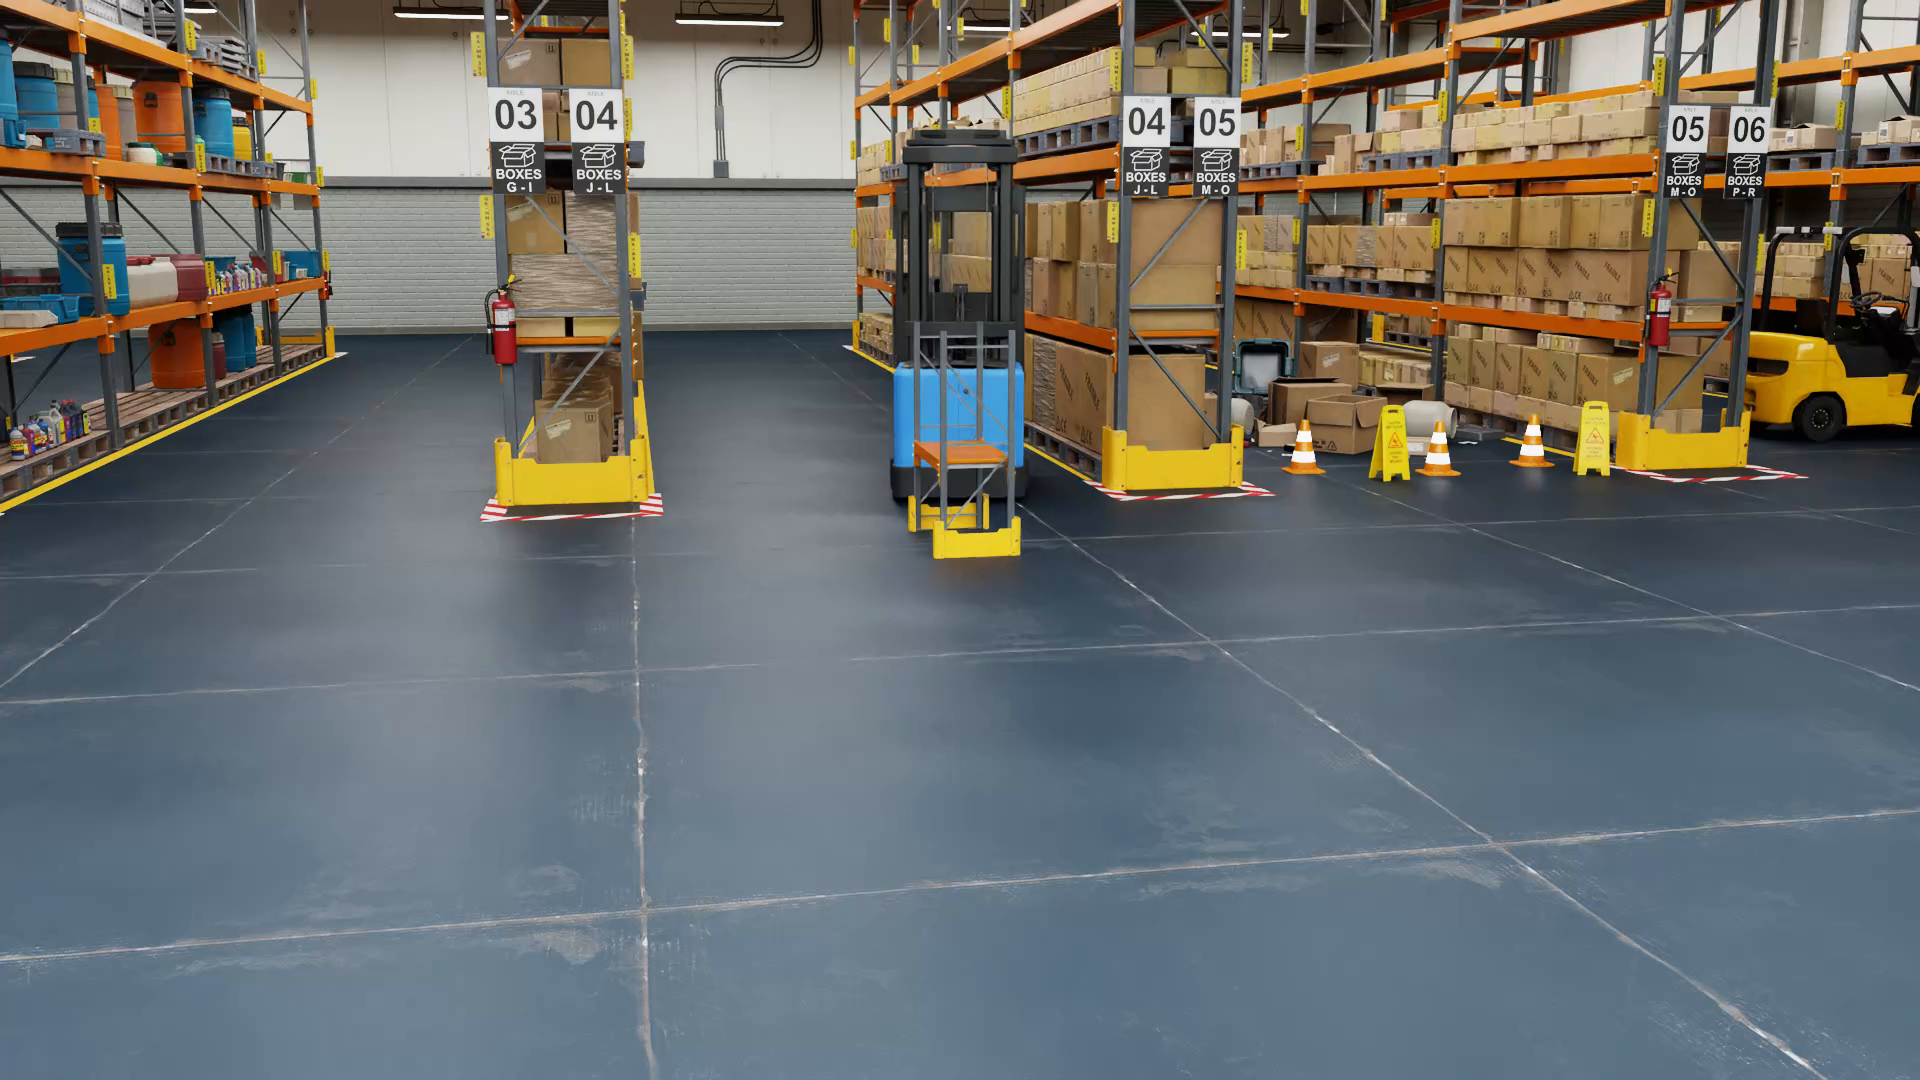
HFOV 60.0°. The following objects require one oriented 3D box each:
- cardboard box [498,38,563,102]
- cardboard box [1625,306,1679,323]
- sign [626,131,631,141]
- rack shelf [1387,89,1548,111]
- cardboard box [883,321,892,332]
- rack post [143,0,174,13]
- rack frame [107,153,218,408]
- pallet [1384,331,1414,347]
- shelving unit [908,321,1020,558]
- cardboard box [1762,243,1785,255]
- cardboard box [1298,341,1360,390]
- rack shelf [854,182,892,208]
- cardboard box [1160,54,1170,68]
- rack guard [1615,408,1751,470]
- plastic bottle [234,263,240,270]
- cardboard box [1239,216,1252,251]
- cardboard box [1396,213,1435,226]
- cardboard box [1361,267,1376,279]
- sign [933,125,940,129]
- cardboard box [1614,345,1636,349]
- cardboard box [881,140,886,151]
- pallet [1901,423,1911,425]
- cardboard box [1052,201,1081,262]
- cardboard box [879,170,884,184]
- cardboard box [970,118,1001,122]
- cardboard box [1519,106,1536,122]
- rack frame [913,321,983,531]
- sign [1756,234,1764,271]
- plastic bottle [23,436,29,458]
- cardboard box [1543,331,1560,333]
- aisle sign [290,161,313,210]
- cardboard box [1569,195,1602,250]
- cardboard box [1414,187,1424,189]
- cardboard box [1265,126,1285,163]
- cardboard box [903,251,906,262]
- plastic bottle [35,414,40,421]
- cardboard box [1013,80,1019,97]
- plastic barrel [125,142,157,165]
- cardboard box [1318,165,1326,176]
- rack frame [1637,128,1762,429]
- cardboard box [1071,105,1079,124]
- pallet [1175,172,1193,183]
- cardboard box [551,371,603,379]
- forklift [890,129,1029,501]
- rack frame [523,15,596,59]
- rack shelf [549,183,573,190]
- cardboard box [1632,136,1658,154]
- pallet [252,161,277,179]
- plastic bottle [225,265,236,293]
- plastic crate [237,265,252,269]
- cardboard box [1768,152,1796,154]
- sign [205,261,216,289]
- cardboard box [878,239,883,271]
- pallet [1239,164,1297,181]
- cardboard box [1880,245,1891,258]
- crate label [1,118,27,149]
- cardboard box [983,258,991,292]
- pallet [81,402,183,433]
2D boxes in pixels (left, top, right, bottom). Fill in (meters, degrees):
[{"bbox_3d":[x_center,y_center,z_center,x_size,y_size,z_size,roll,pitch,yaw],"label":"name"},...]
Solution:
[{"bbox_3d":[-3.639,-3.969,14.103,0.500,0.500,0.500,-2,11,-11],"label":"cardboard box"},{"bbox_3d":[6.348,-2.077,15.258,0.380,0.149,0.250,-2,11,-9],"label":"cardboard box"},{"bbox_3d":[-4.113,-4.993,20.504,0.100,0.325,0.005,-2,11,-11],"label":"sign"},{"bbox_3d":[8.776,-7.481,28.865,1.077,0.370,4.000,-2,11,-11],"label":"rack shelf"},{"bbox_3d":[-1.007,-3.387,26.377,0.380,0.149,0.250,-2,11,-12],"label":"cardboard box"},{"bbox_3d":[-9.752,-6.406,19.907,0.624,0.289,0.986,-2,11,-11],"label":"rack post"},{"bbox_3d":[-9.504,-3.066,19.785,1.000,3.000,0.127,-2,11,-11],"label":"rack frame"},{"bbox_3d":[8.558,-3.725,30.705,1.003,0.211,1.213,-2,11,-11],"label":"pallet"},{"bbox_3d":[0.015,-0.723,11.483,0.587,1.500,1.083,-2,11,-11],"label":"shelving unit"},{"bbox_3d":[10.192,-3.614,20.658,0.380,0.149,0.250,-2,11,-13],"label":"cardboard box"},{"bbox_3d":[4.113,-1.947,18.564,0.500,0.500,0.500,-2,11,-11],"label":"cardboard box"},{"bbox_3d":[-0.928,-5.629,27.150,1.077,0.370,4.000,-2,11,-11],"label":"rack shelf"},{"bbox_3d":[1.945,-4.104,14.363,0.380,0.149,0.250,-2,11,-12],"label":"cardboard box"},{"bbox_3d":[6.616,-0.926,15.222,1.175,0.500,0.348,-2,11,-11],"label":"rack guard"},{"bbox_3d":[-9.924,-3.614,22.793,0.144,0.351,0.185,-2,11,-11],"label":"plastic bottle"},{"bbox_3d":[4.429,-4.511,24.431,0.500,0.500,0.500,-2,11,-12],"label":"cardboard box"},{"bbox_3d":[5.395,-3.796,19.696,0.380,0.149,0.250,-2,11,-13],"label":"cardboard box"},{"bbox_3d":[5.223,-3.325,20.693,0.380,0.149,0.250,-2,11,-9],"label":"cardboard box"},{"bbox_3d":[-0.293,-5.116,21.151,0.100,0.325,0.005,-2,11,-11],"label":"sign"},{"bbox_3d":[6.545,-1.714,16.904,0.500,0.500,0.500,-2,11,-10],"label":"cardboard box"},{"bbox_3d":[-1.018,-6.122,25.814,0.380,0.149,0.250,-2,11,-11],"label":"cardboard box"},{"bbox_3d":[11.075,-1.313,18.030,1.003,0.211,1.213,-2,11,-11],"label":"pallet"},{"bbox_3d":[1.357,-2.912,15.686,0.875,0.550,0.500,-2,11,-11],"label":"cardboard box"},{"bbox_3d":[-0.985,-5.714,26.074,0.500,0.250,0.500,-2,11,-11],"label":"cardboard box"},{"bbox_3d":[0.331,-5.486,22.159,0.396,0.266,0.258,-2,11,-11],"label":"cardboard box"},{"bbox_3d":[5.901,-4.309,16.828,0.380,0.149,0.250,-2,11,-12],"label":"cardboard box"},{"bbox_3d":[-0.082,-0.814,11.964,0.500,1.500,0.032,-2,11,-11],"label":"rack frame"},{"bbox_3d":[7.163,-2.585,14.938,0.100,0.325,0.005,-2,11,-11],"label":"sign"},{"bbox_3d":[-8.015,-0.803,14.203,0.097,0.201,0.097,0,11,0],"label":"plastic bottle"},{"bbox_3d":[9.339,-3.119,25.622,0.500,0.500,0.500,-3,11,-13],"label":"cardboard box"},{"bbox_3d":[-10.787,-5.835,27.376,0.394,0.787,0.004,-2,11,-11],"label":"aisle sign"},{"bbox_3d":[6.226,-3.005,15.724,0.700,0.500,0.500,-2,11,-10],"label":"cardboard box"},{"bbox_3d":[8.337,-6.347,29.668,0.380,0.149,0.250,-2,11,-11],"label":"cardboard box"},{"bbox_3d":[4.696,-5.510,23.213,0.700,0.500,0.500,-3,11,-14],"label":"cardboard box"},{"bbox_3d":[-0.607,-3.995,23.418,0.380,0.149,0.250,-2,11,-12],"label":"cardboard box"},{"bbox_3d":[-8.314,-1.004,15.037,0.061,0.283,0.133,-2,11,-11],"label":"plastic bottle"},{"bbox_3d":[0.754,-4.593,16.931,0.380,0.149,0.250,-2,11,-10],"label":"cardboard box"},{"bbox_3d":[-9.028,-4.247,18.336,0.301,0.262,0.301,0,11,0],"label":"plastic barrel"},{"bbox_3d":[4.970,-4.893,22.031,0.380,0.149,0.250,-2,11,-11],"label":"cardboard box"},{"bbox_3d":[6.631,-2.140,14.915,1.000,3.000,0.127,-2,11,-11],"label":"rack frame"},{"bbox_3d":[1.200,-3.782,14.803,0.380,0.149,0.250,-2,11,-12],"label":"cardboard box"},{"bbox_3d":[4.148,-5.921,26.997,1.003,0.211,1.213,-2,11,-11],"label":"pallet"},{"bbox_3d":[-3.829,-1.416,16.678,0.500,0.500,0.500,-2,11,-13],"label":"cardboard box"},{"bbox_3d":[0.007,-1.984,14.279,1.130,2.935,3.031,0,11,1],"label":"forklift"},{"bbox_3d":[-3.868,-5.460,16.316,1.000,3.000,0.127,-2,11,-11],"label":"rack frame"},{"bbox_3d":[-5.035,-4.733,22.445,1.077,0.370,4.000,-2,11,-11],"label":"rack shelf"},{"bbox_3d":[6.287,-3.545,14.949,0.380,0.149,0.250,-2,11,-11],"label":"cardboard box"},{"bbox_3d":[-10.034,-5.041,22.639,1.213,0.211,1.003,-2,11,-11],"label":"pallet"},{"bbox_3d":[-9.568,-3.417,21.759,0.144,0.351,0.185,-2,11,-11],"label":"plastic bottle"},{"bbox_3d":[-11.021,-4.127,25.645,0.416,0.233,0.300,-2,11,-11],"label":"plastic crate"},{"bbox_3d":[10.432,-5.015,21.232,0.380,0.166,0.250,-2,11,-11],"label":"cardboard box"},{"bbox_3d":[-8.966,-3.168,19.881,0.100,0.325,0.005,-2,11,-11],"label":"sign"},{"bbox_3d":[-1.010,-4.511,26.311,0.500,0.500,0.500,-2,11,-13],"label":"cardboard box"},{"bbox_3d":[4.677,-5.309,24.049,1.003,0.211,1.213,-2,11,-8],"label":"pallet"},{"bbox_3d":[10.655,-3.260,18.799,0.380,0.149,0.250,-2,11,-11],"label":"cardboard box"},{"bbox_3d":[-7.988,-3.355,13.676,0.502,0.251,0.408,-2,11,-11],"label":"crate label"},{"bbox_3d":[0.555,-2.902,18.656,0.500,0.500,0.500,-2,11,-12],"label":"cardboard box"},{"bbox_3d":[-9.158,-1.330,18.118,1.003,0.211,1.213,-2,11,-11],"label":"pallet"}]
